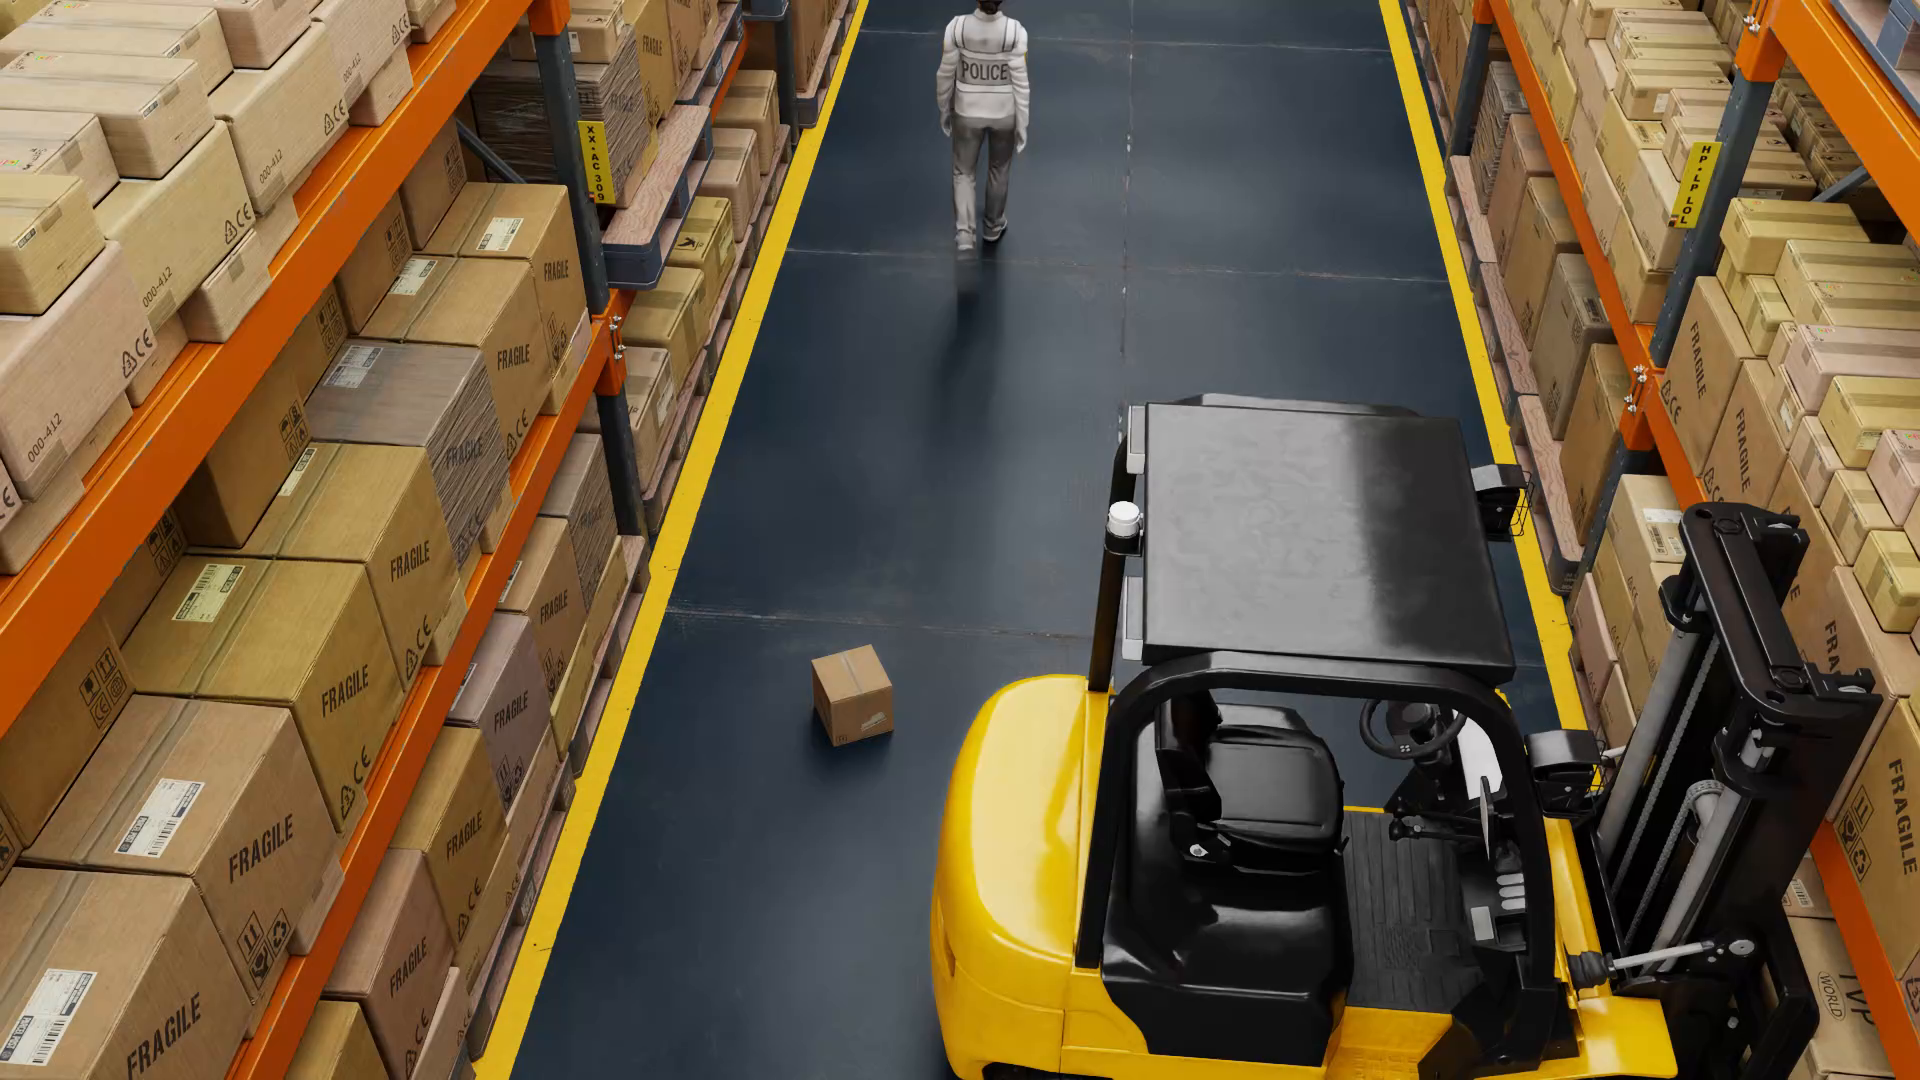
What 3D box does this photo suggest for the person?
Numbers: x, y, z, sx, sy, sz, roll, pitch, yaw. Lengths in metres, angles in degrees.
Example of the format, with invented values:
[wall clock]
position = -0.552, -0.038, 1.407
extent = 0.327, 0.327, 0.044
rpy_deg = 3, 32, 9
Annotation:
[person]
position = 0.119, -2.238, 8.756
extent = 0.489, 1.658, 0.805
rpy_deg = 3, 40, 3
